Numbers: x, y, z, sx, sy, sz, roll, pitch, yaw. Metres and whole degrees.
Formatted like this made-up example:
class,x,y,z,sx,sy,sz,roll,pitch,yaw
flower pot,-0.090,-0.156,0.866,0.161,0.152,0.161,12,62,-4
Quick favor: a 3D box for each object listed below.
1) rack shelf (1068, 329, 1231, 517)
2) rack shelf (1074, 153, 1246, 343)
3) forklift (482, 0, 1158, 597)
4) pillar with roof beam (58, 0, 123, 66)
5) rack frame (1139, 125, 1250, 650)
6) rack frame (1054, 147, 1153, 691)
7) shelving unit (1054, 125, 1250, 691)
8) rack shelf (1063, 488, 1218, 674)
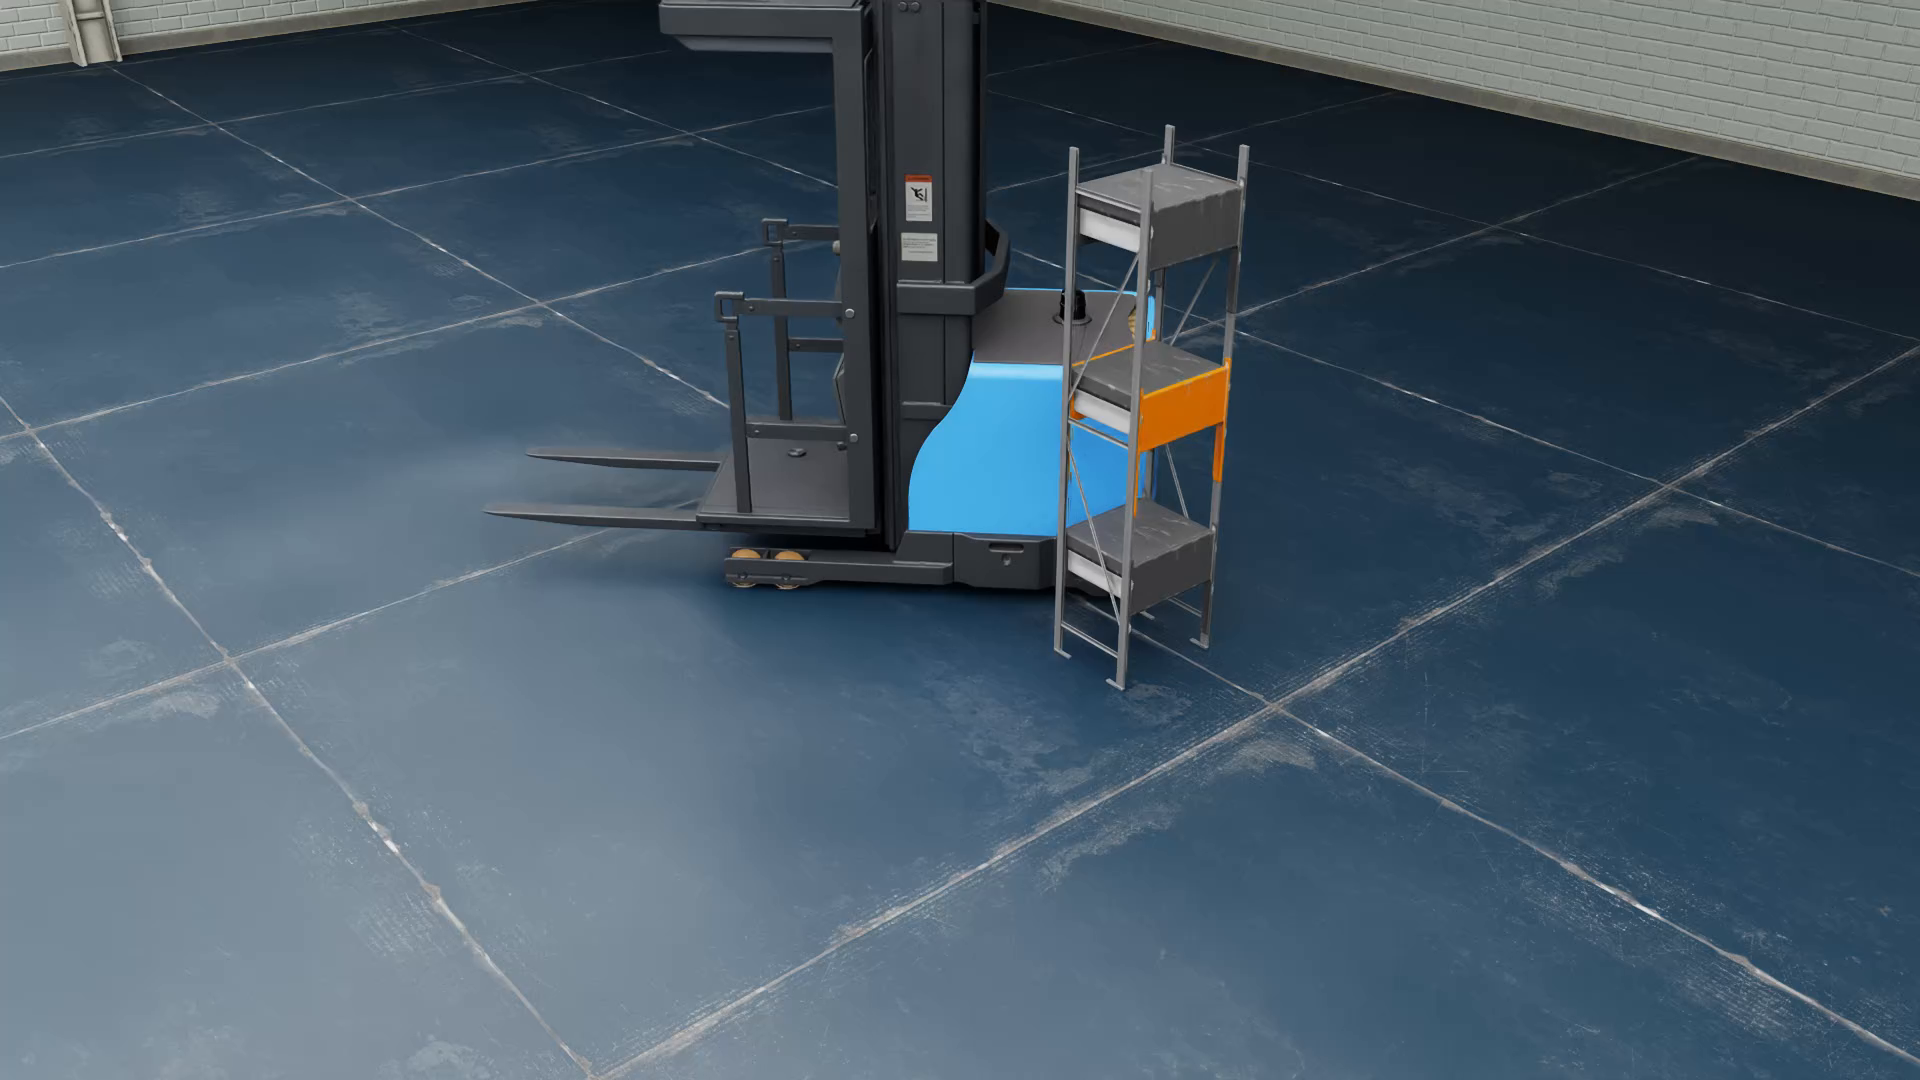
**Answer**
class,x,y,z,sx,sy,sz,roll,pitch,yaw
rack shelf,0.710,-0.459,6.410,0.480,0.518,0.431,-21,35,-34
rack shelf,0.710,-1.076,6.080,0.480,0.518,0.431,-21,35,-34
forklift,-0.626,-1.319,7.109,3.031,2.935,1.130,2,28,5
pillar with roof beam,-5.920,-7.266,11.800,0.400,9.000,9.100,-22,35,-35
rack frame,0.897,-0.545,6.542,0.015,2.100,0.400,-21,35,-34
rack frame,0.523,-0.397,6.266,0.015,2.100,0.400,-21,35,-34
shelving unit,0.710,-0.471,6.404,0.503,2.100,0.431,-21,35,-34
rack shelf,0.710,0.158,6.740,0.480,0.518,0.431,-21,35,-34
